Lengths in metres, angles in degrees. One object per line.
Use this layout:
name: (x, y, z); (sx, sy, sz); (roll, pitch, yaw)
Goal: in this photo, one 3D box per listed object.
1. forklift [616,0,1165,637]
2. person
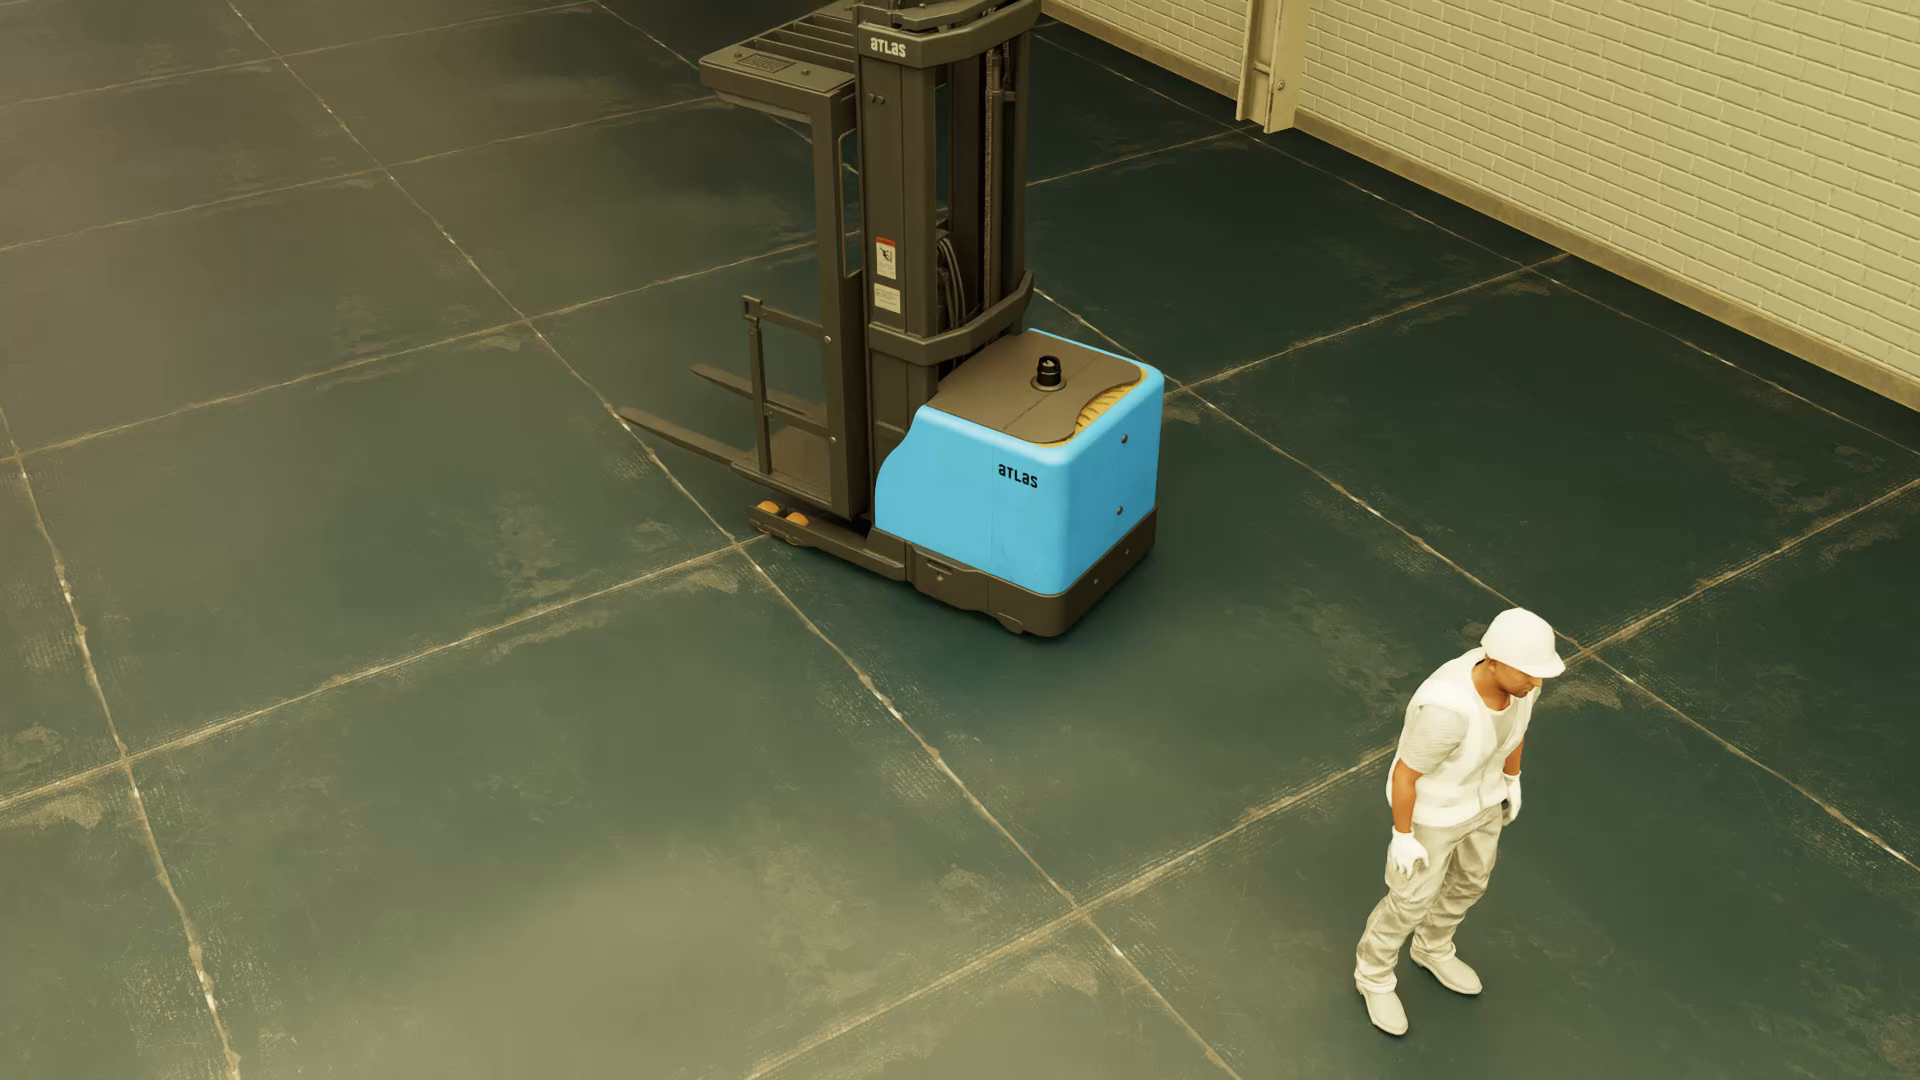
forklift: (-0.500, -1.399, 8.138); (3.031, 2.935, 1.130); (22, 41, 28)
person: (1.736, 0.944, 5.815); (0.623, 1.773, 0.450); (-20, 40, -26)
